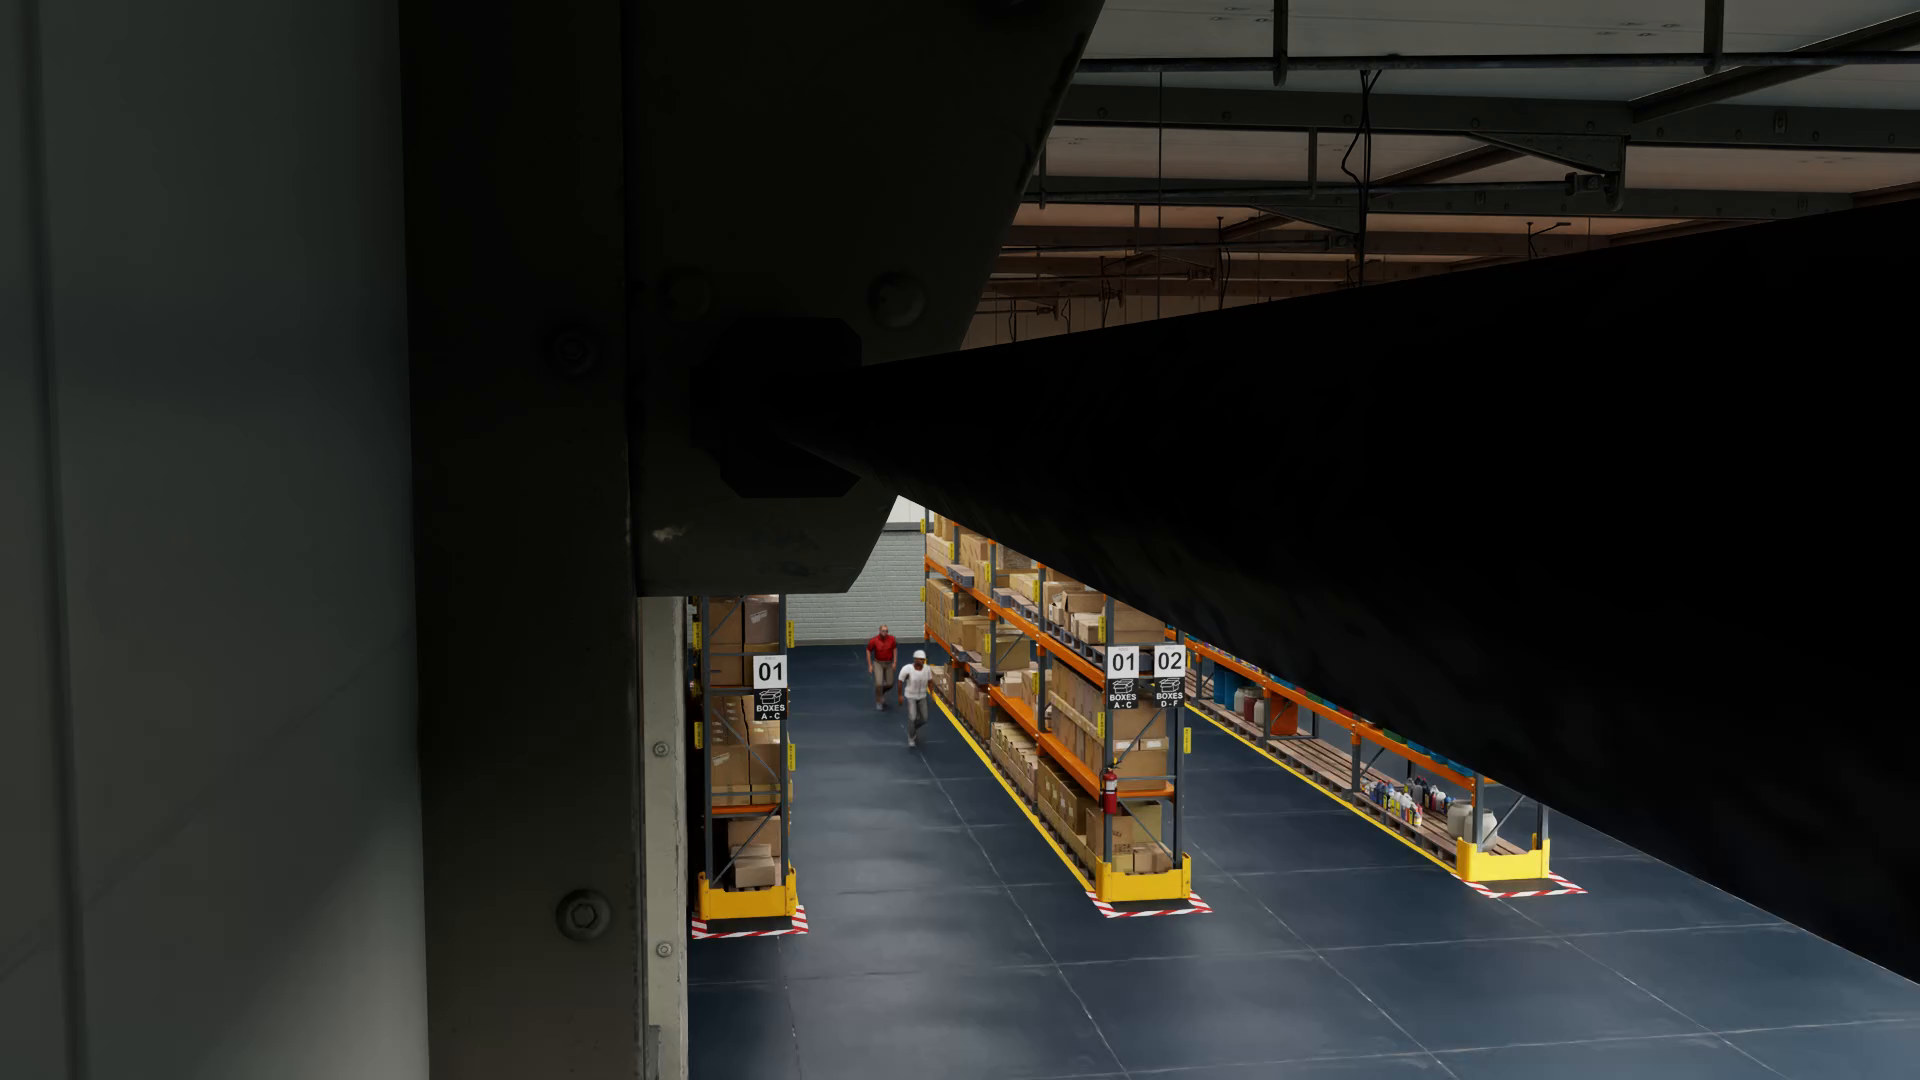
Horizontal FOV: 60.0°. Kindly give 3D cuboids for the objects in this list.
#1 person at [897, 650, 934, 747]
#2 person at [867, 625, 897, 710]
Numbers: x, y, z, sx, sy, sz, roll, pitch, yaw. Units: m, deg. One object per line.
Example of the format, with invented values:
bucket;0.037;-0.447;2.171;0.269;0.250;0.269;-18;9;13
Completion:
person;-0.832;2.829;30.027;0.641;1.743;0.667;-3;6;-27
person;-1.594;2.537;33.581;0.626;1.711;0.660;-2;5;-21
